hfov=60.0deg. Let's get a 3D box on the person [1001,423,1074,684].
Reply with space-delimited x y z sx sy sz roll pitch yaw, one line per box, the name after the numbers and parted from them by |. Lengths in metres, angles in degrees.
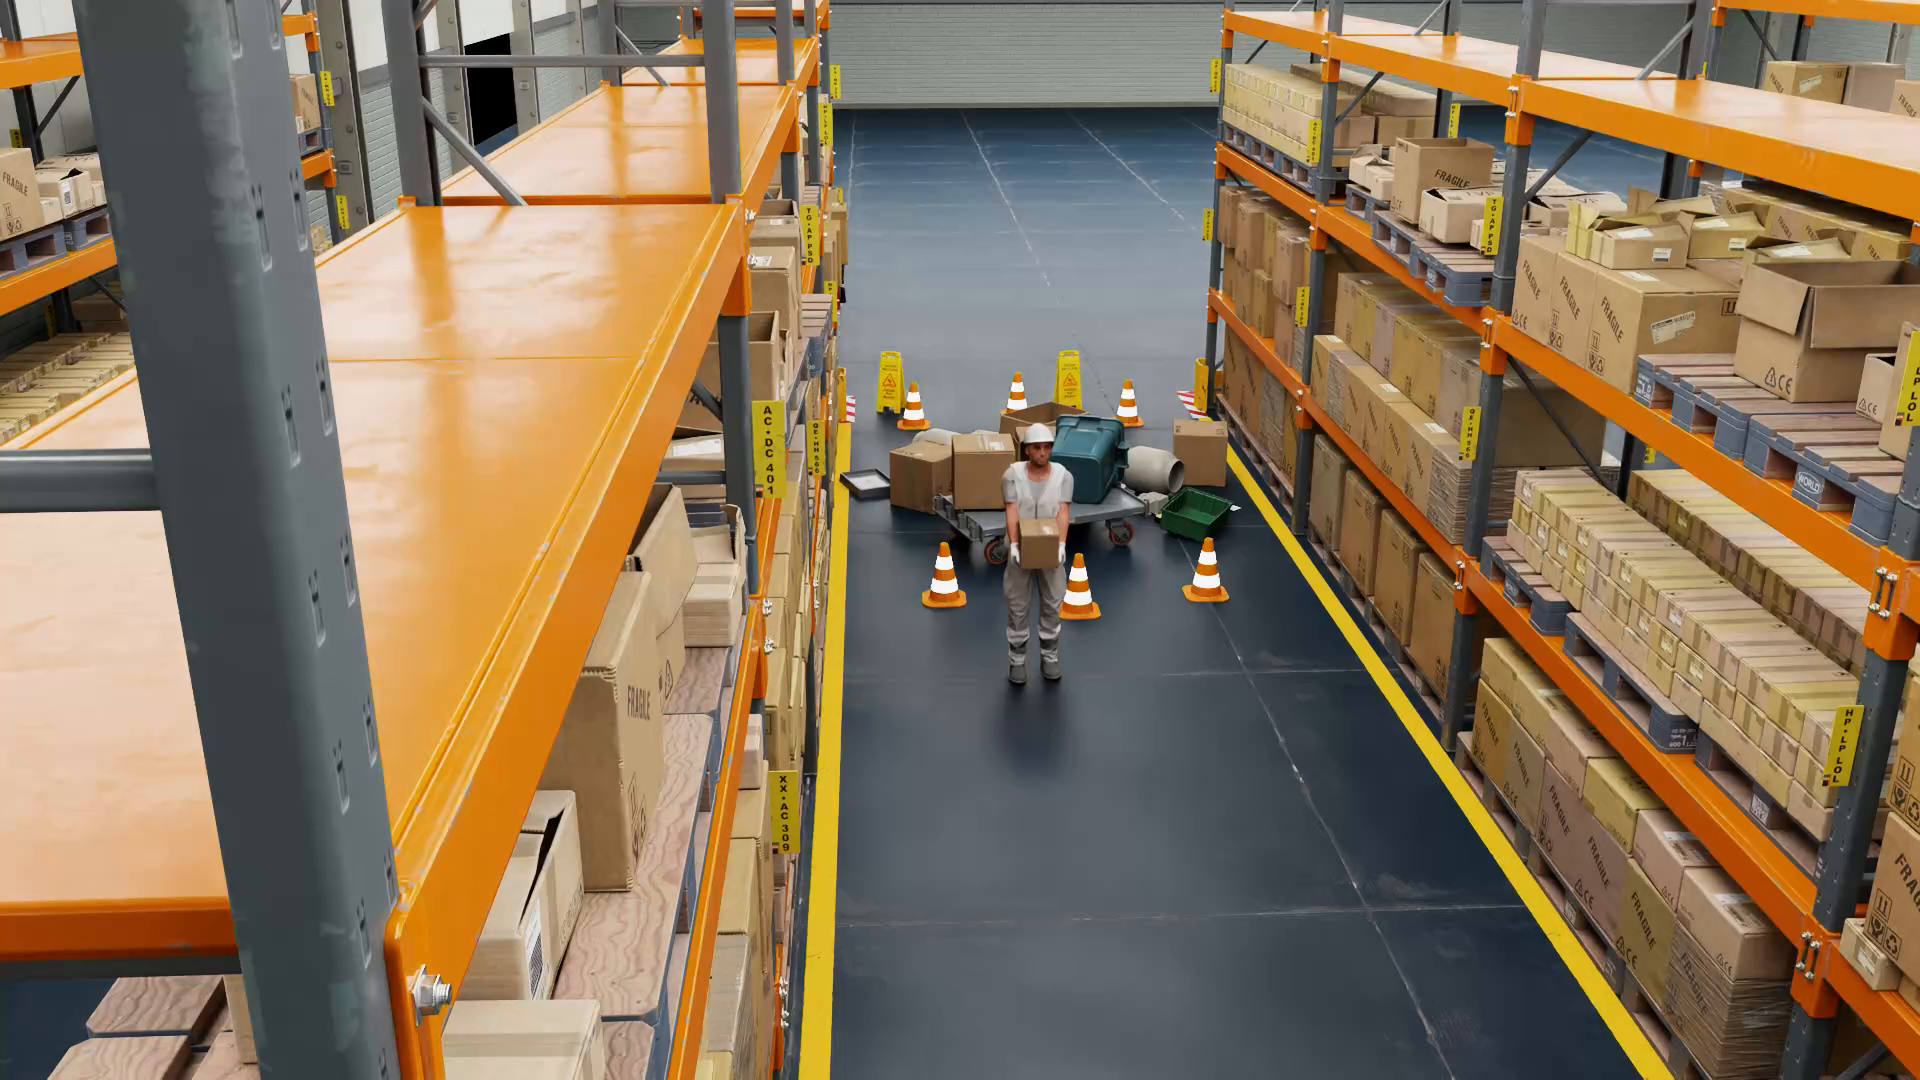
0.525 0.115 11.232 0.495 1.785 0.552 -1 20 -2 | person
